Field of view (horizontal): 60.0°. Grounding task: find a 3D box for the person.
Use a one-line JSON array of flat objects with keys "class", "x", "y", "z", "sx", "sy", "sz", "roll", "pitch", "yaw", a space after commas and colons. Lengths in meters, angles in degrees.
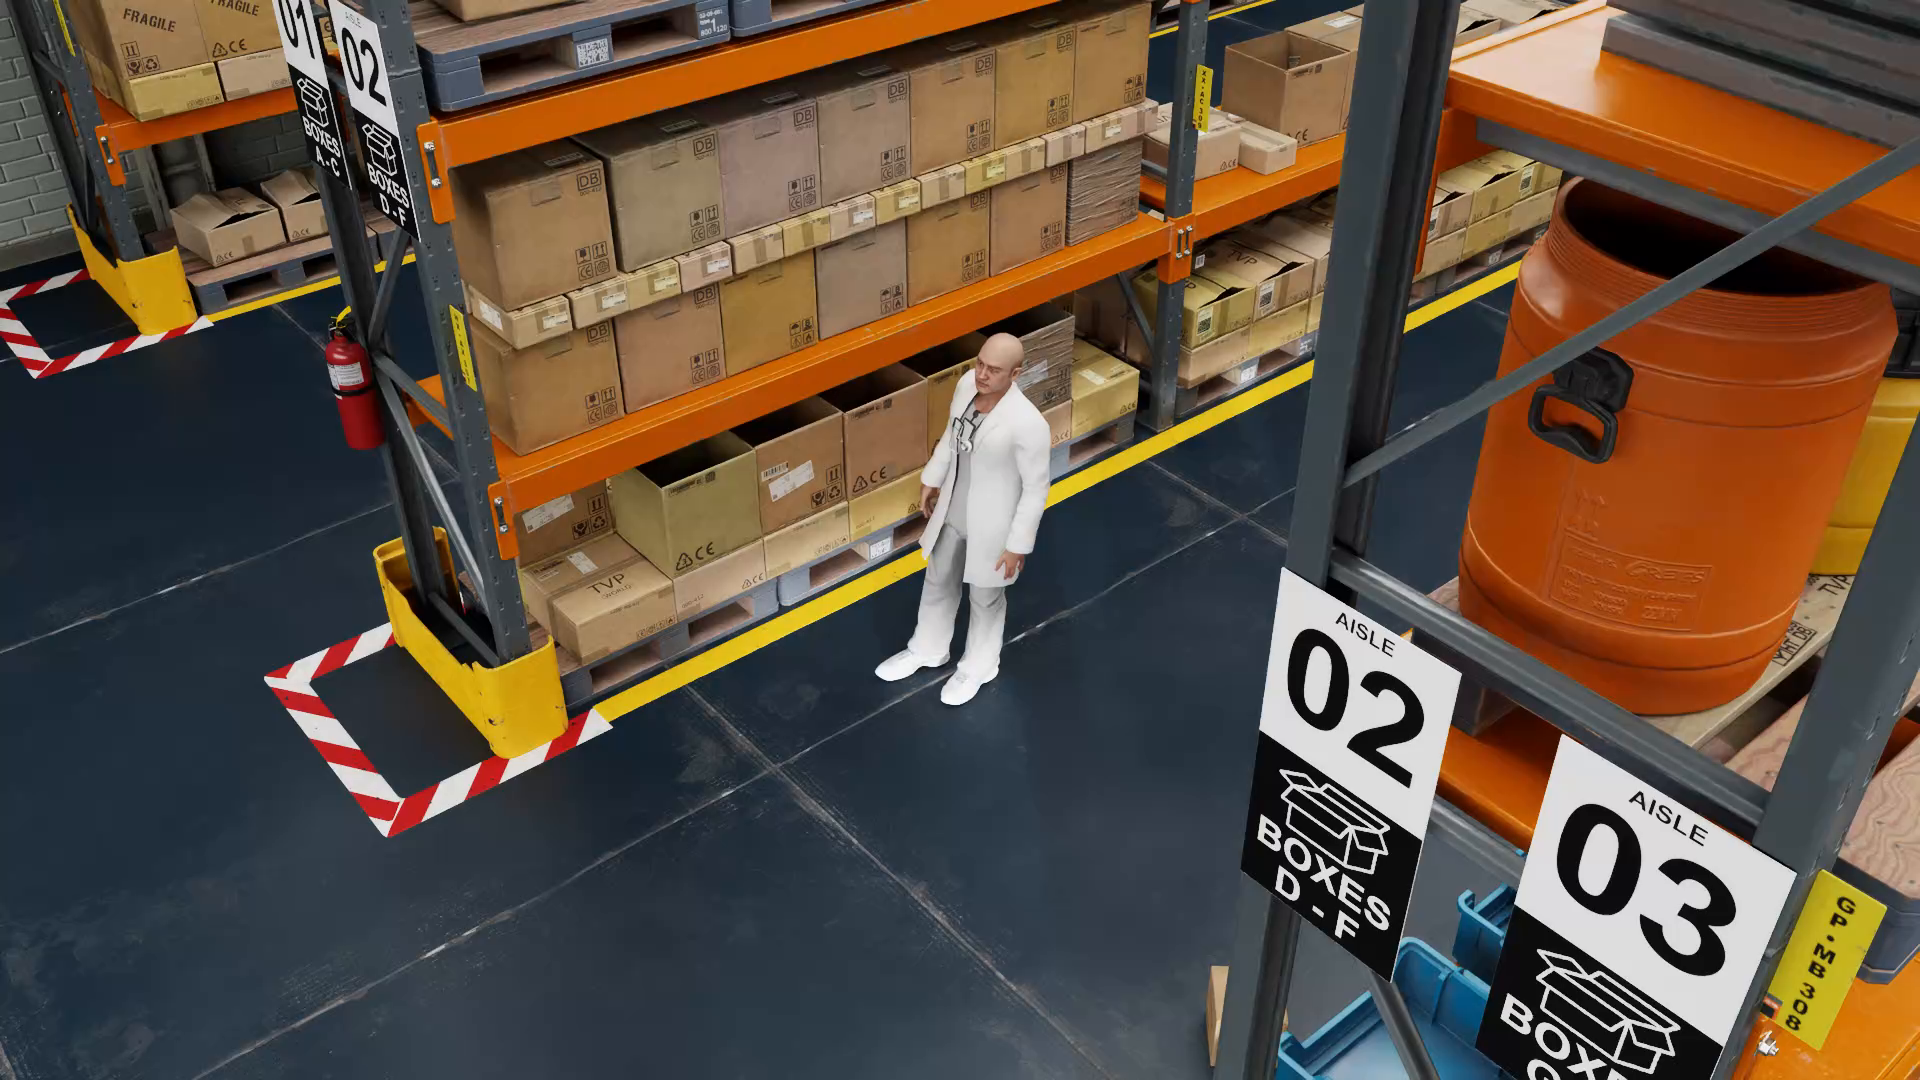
[{"class": "person", "x": 0.016, "y": -0.058, "z": 7.160, "sx": 0.581, "sy": 1.775, "sz": 0.694, "roll": -26, "pitch": 43, "yaw": -32}]
